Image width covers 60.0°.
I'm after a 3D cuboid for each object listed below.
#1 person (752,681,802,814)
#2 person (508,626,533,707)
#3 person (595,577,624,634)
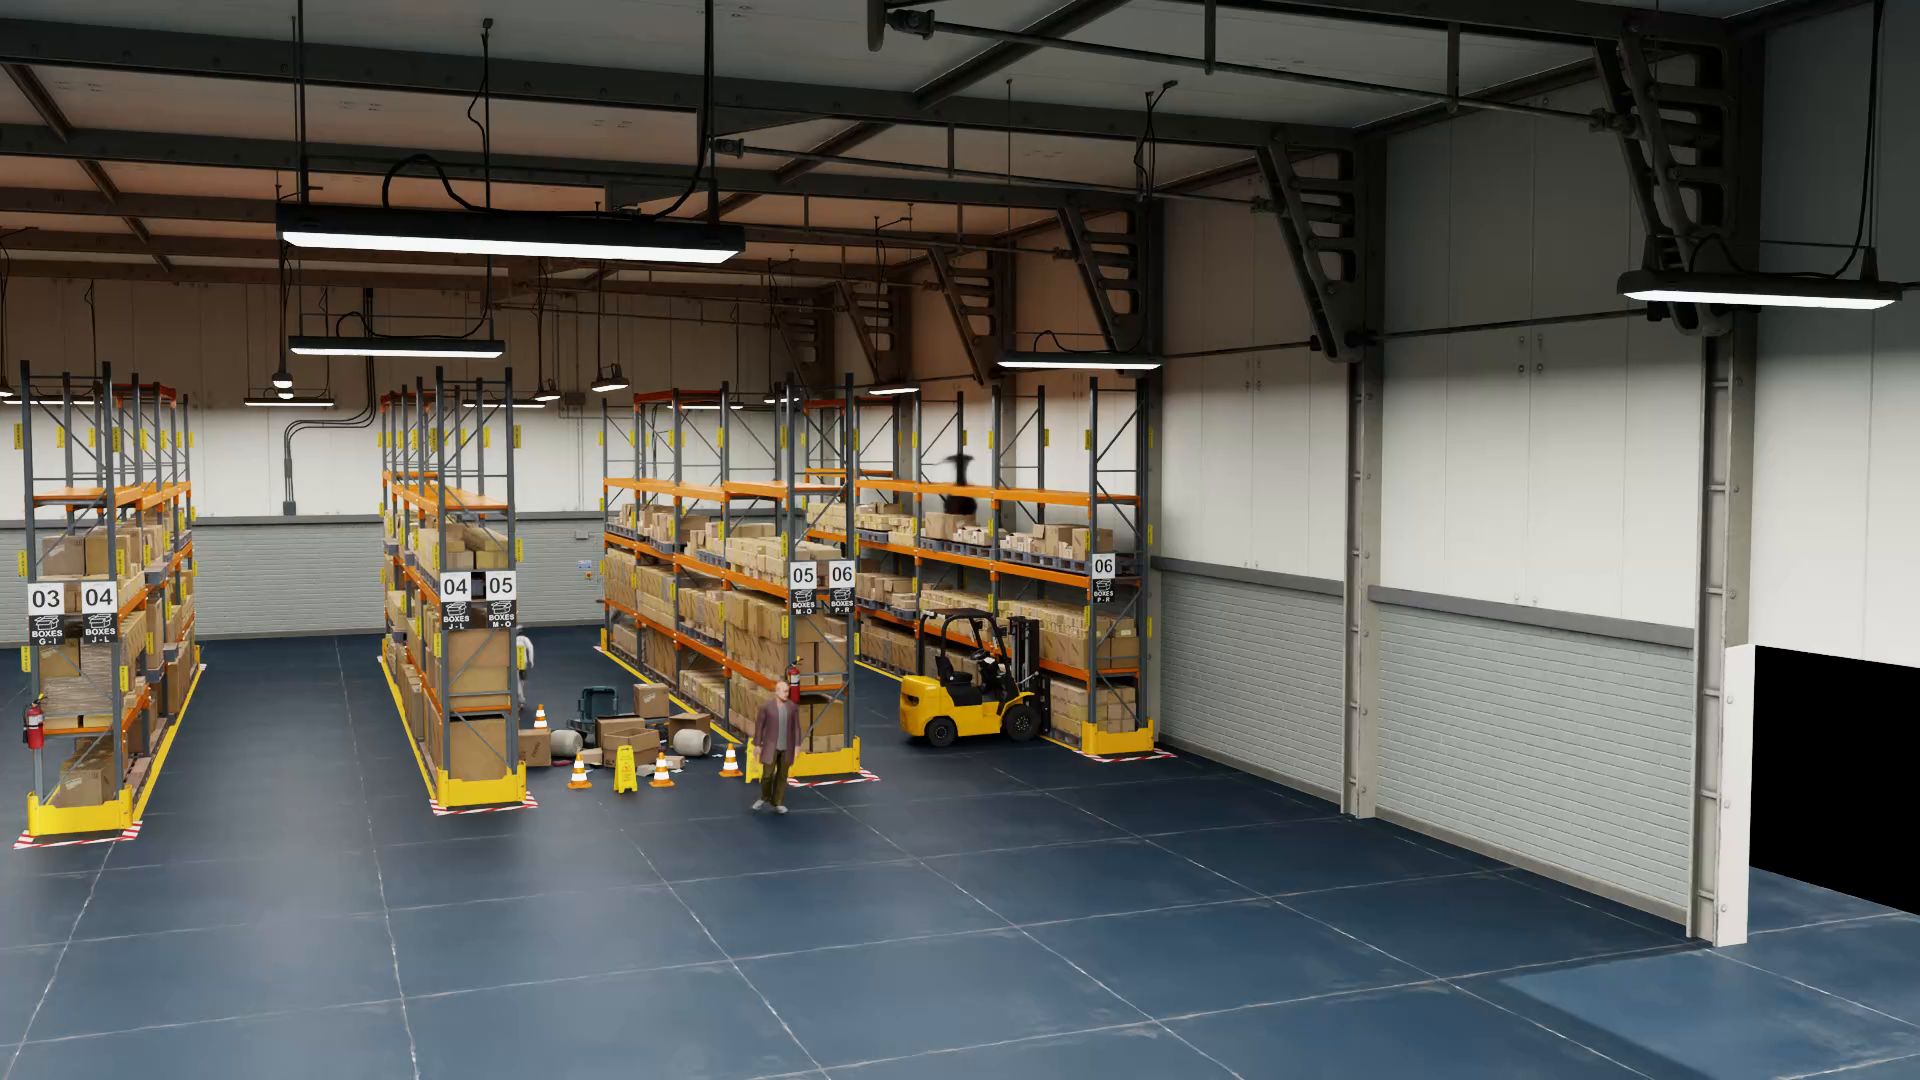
[{"bbox_3d":[-2.446,2.766,22.202,0.663,1.769,0.517,-2,4,-24],"label":"person"},{"bbox_3d":[-8.293,2.400,31.135,0.600,1.499,1.016,-1,4,-15],"label":"person"},{"bbox_3d":[-8.468,1.731,40.771,0.955,1.661,0.558,-2,4,-30],"label":"person"}]
